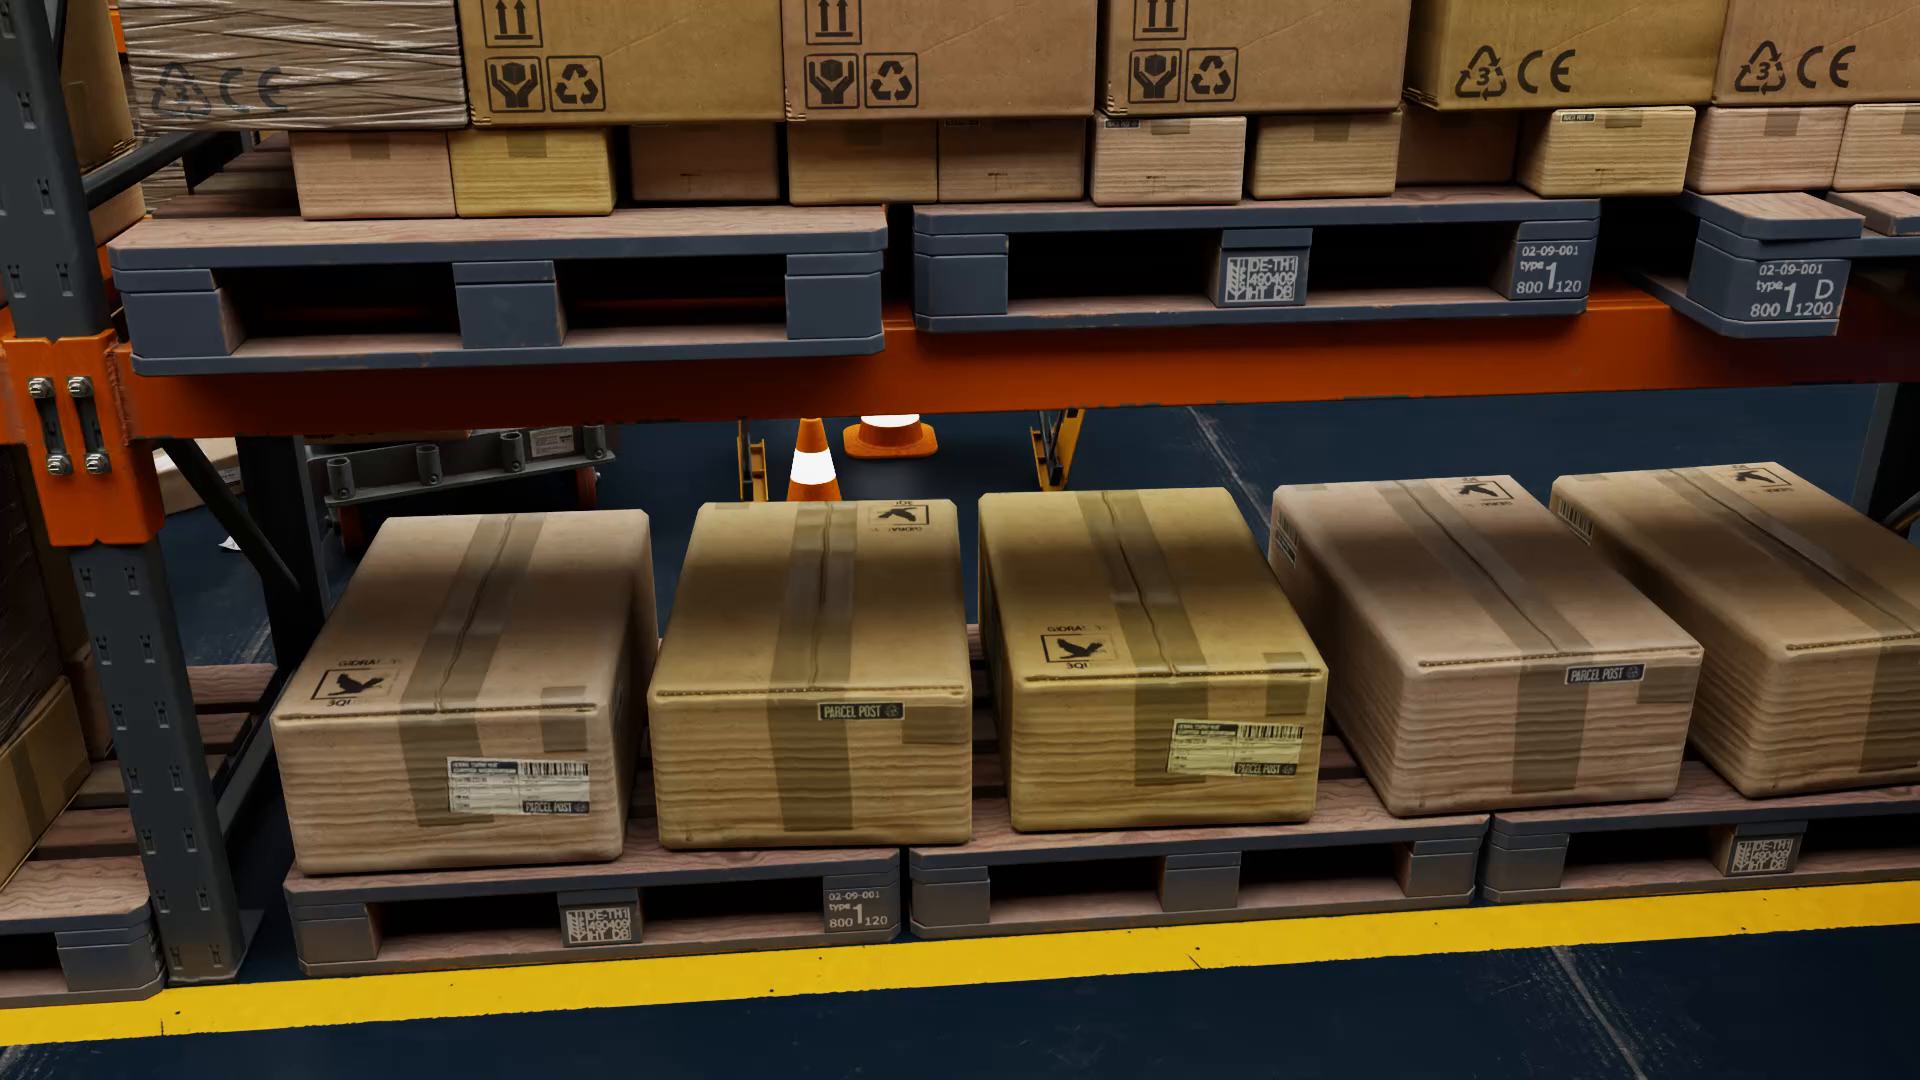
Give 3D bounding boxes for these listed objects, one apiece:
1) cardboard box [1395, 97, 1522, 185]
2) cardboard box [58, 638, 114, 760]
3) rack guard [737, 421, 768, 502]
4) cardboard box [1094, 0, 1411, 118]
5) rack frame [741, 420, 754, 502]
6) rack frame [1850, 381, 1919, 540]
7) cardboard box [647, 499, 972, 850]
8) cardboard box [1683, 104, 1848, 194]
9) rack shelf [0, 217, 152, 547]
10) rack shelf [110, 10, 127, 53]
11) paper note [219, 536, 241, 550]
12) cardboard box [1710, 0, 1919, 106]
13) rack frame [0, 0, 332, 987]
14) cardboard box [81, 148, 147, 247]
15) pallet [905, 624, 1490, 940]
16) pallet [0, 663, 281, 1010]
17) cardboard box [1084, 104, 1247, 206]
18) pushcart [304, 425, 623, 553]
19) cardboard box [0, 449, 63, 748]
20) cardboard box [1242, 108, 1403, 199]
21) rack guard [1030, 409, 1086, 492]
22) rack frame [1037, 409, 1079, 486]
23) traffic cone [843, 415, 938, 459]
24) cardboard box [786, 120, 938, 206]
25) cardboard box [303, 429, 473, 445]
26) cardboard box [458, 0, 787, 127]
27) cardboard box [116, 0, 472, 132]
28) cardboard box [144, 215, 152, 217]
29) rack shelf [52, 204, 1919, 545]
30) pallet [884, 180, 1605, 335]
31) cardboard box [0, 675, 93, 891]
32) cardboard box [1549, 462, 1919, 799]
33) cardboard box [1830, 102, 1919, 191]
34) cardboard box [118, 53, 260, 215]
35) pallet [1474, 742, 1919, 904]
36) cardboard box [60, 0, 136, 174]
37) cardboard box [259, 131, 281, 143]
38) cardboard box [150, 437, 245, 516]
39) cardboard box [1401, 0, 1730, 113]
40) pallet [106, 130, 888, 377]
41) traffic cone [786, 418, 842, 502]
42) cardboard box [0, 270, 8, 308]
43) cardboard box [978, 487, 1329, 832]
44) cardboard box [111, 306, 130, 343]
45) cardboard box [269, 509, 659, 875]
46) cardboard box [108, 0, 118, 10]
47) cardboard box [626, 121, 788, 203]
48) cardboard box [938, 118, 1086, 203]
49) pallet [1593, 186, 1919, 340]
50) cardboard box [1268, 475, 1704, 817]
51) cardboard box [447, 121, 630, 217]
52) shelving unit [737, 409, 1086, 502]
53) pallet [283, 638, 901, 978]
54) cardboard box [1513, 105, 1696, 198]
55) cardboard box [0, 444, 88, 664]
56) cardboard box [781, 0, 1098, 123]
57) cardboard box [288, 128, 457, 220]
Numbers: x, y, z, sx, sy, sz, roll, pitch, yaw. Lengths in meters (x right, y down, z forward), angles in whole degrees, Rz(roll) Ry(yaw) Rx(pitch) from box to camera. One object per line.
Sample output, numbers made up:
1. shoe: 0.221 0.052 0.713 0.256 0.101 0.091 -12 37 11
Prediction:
1. cardboard box: 0.844 -0.773 3.089 0.250 0.149 0.380 -2 24 -5
2. cardboard box: -2.155 0.284 3.787 0.500 0.250 0.500 -3 24 -8
3. rack guard: -0.662 -0.364 5.280 0.087 0.587 0.250 -3 59 -8
4. cardboard box: 0.455 -1.031 2.870 0.500 0.500 0.500 -3 24 -7
5. rack frame: -0.756 -0.895 5.596 0.032 0.500 1.500 -3 59 -8
6. rack frame: 2.439 -0.855 3.481 0.127 3.000 1.000 -2 24 -5
7. cardboard box: -0.305 0.261 3.687 0.625 0.372 0.950 -1 24 -2
8. cardboard box: 1.379 -0.749 3.035 0.250 0.149 0.380 -3 24 -8
9. rack shelf: -3.532 -0.287 3.088 4.000 0.370 1.077 -2 24 -5
10. rack shelf: -4.119 -2.284 7.580 4.000 0.370 1.077 -2 24 -5
11. paper note: -2.237 -0.007 5.228 0.142 0.019 0.148 -2 24 -5
12. cardboard box: 1.500 -1.073 2.965 0.500 0.500 0.500 -3 24 -6
13. rack frame: -1.542 -0.695 3.122 0.127 3.000 1.000 -2 24 -5
14. cardboard box: -1.887 -0.698 3.436 0.250 0.149 0.380 -2 24 -5
15. pallet: 0.450 0.497 3.872 1.213 0.211 1.003 -2 24 -5
16. pallet: -2.207 0.620 3.595 1.213 0.211 1.003 -2 24 -5
17. cardboard box: 0.339 -0.708 2.941 0.250 0.149 0.380 -1 24 -3
18. pushcart: -1.816 -0.417 5.723 0.936 0.377 1.648 -11 26 -23
19. cardboard box: -2.104 0.159 3.145 0.500 0.500 0.500 -3 24 -6
20. cardboard box: 0.602 -0.730 2.992 0.250 0.149 0.380 -3 24 -7
21. rack guard: 0.322 -0.418 5.422 0.087 0.587 0.250 -3 59 -8
22. rack frame: 0.248 -0.951 5.740 0.032 0.500 1.500 -3 59 -8
23. traffic cone: -0.255 -0.567 5.957 0.334 0.463 0.336 -2 24 -5
24. cardboard box: -0.177 -0.709 2.944 0.250 0.149 0.380 -2 24 -4
25. cardboard box: -1.747 -0.618 5.091 0.500 0.500 0.500 -2 24 -5
26. cardboard box: -0.549 -0.992 2.782 0.500 0.500 0.500 -2 24 -5
27. cardboard box: -1.047 -0.972 2.737 0.500 0.500 0.500 -2 24 -4
28. cardboard box: -3.573 -1.074 7.048 0.500 0.500 0.500 2 24 4
29. rack shelf: 0.449 -0.447 3.447 4.000 0.370 1.077 -2 24 -5
30. pallet: 0.473 -0.672 3.305 1.213 0.211 1.003 -2 24 -5
31. cardboard box: -2.104 0.501 3.297 0.500 0.250 0.500 -1 24 -3
32. cardboard box: 1.876 0.172 3.888 0.625 0.372 0.950 -4 24 -9
33. cardboard box: 1.630 -0.756 3.050 0.250 0.149 0.380 -2 24 -6
34. cardboard box: -3.658 -1.879 7.883 0.875 0.875 0.875 -2 24 -5
35. pallet: 1.661 0.450 3.978 1.213 0.211 1.003 -2 24 -5
36. cardboard box: -2.007 -0.972 3.255 0.500 0.500 0.500 -2 24 -5
37. cardboard box: -2.762 -1.916 7.967 0.875 0.875 0.875 -2 24 -4
38. cardboard box: -2.563 -0.281 5.555 0.258 0.266 0.396 22 32 40
39. cardboard box: 0.998 -1.052 2.918 0.500 0.500 0.500 -4 24 -9
40. pallet: -0.767 -0.580 3.097 1.213 0.211 1.003 -2 24 -5
41. traffic cone: -0.445 -0.152 5.021 0.334 0.463 0.336 -2 24 -5
42. cardboard box: -1.832 -0.445 2.867 0.250 0.149 0.380 -3 24 -6
43. cardboard box: 0.387 0.233 3.751 0.625 0.372 0.950 -2 24 -3
44. cardboard box: -3.093 -0.591 5.793 0.503 0.637 0.797 -2 24 -5
45. cardboard box: -1.020 0.291 3.619 0.625 0.372 0.950 -2 24 -4
46. cardboard box: -3.589 -2.736 7.528 0.550 0.550 0.875 -2 24 -5
47. cardboard box: -0.437 -0.716 2.959 0.250 0.149 0.380 -1 24 -2
48. cardboard box: 0.070 -0.718 2.965 0.250 0.149 0.380 -2 24 -5
49. pallet: 1.740 -0.696 3.359 1.003 0.211 1.213 -2 24 -5
50. cardboard box: 1.142 0.205 3.814 0.625 0.372 0.950 -3 24 -6
51. cardboard box: -0.711 -0.673 2.864 0.250 0.149 0.380 -2 24 -4
52. shelving unit: -0.245 -0.924 5.669 1.083 0.587 1.500 -3 59 -8
53. pallet: -0.767 0.547 3.759 1.213 0.211 1.003 -2 24 -5
54. cardboard box: 1.106 -0.732 2.997 0.250 0.149 0.380 -2 24 -4
55. cardboard box: -2.155 -0.059 3.635 0.500 0.500 0.500 -1 24 -3
56. cardboard box: -0.055 -1.006 2.814 0.500 0.500 0.500 -2 24 -5
57. cardboard box: -0.961 -0.667 2.850 0.250 0.149 0.380 -2 24 -4
